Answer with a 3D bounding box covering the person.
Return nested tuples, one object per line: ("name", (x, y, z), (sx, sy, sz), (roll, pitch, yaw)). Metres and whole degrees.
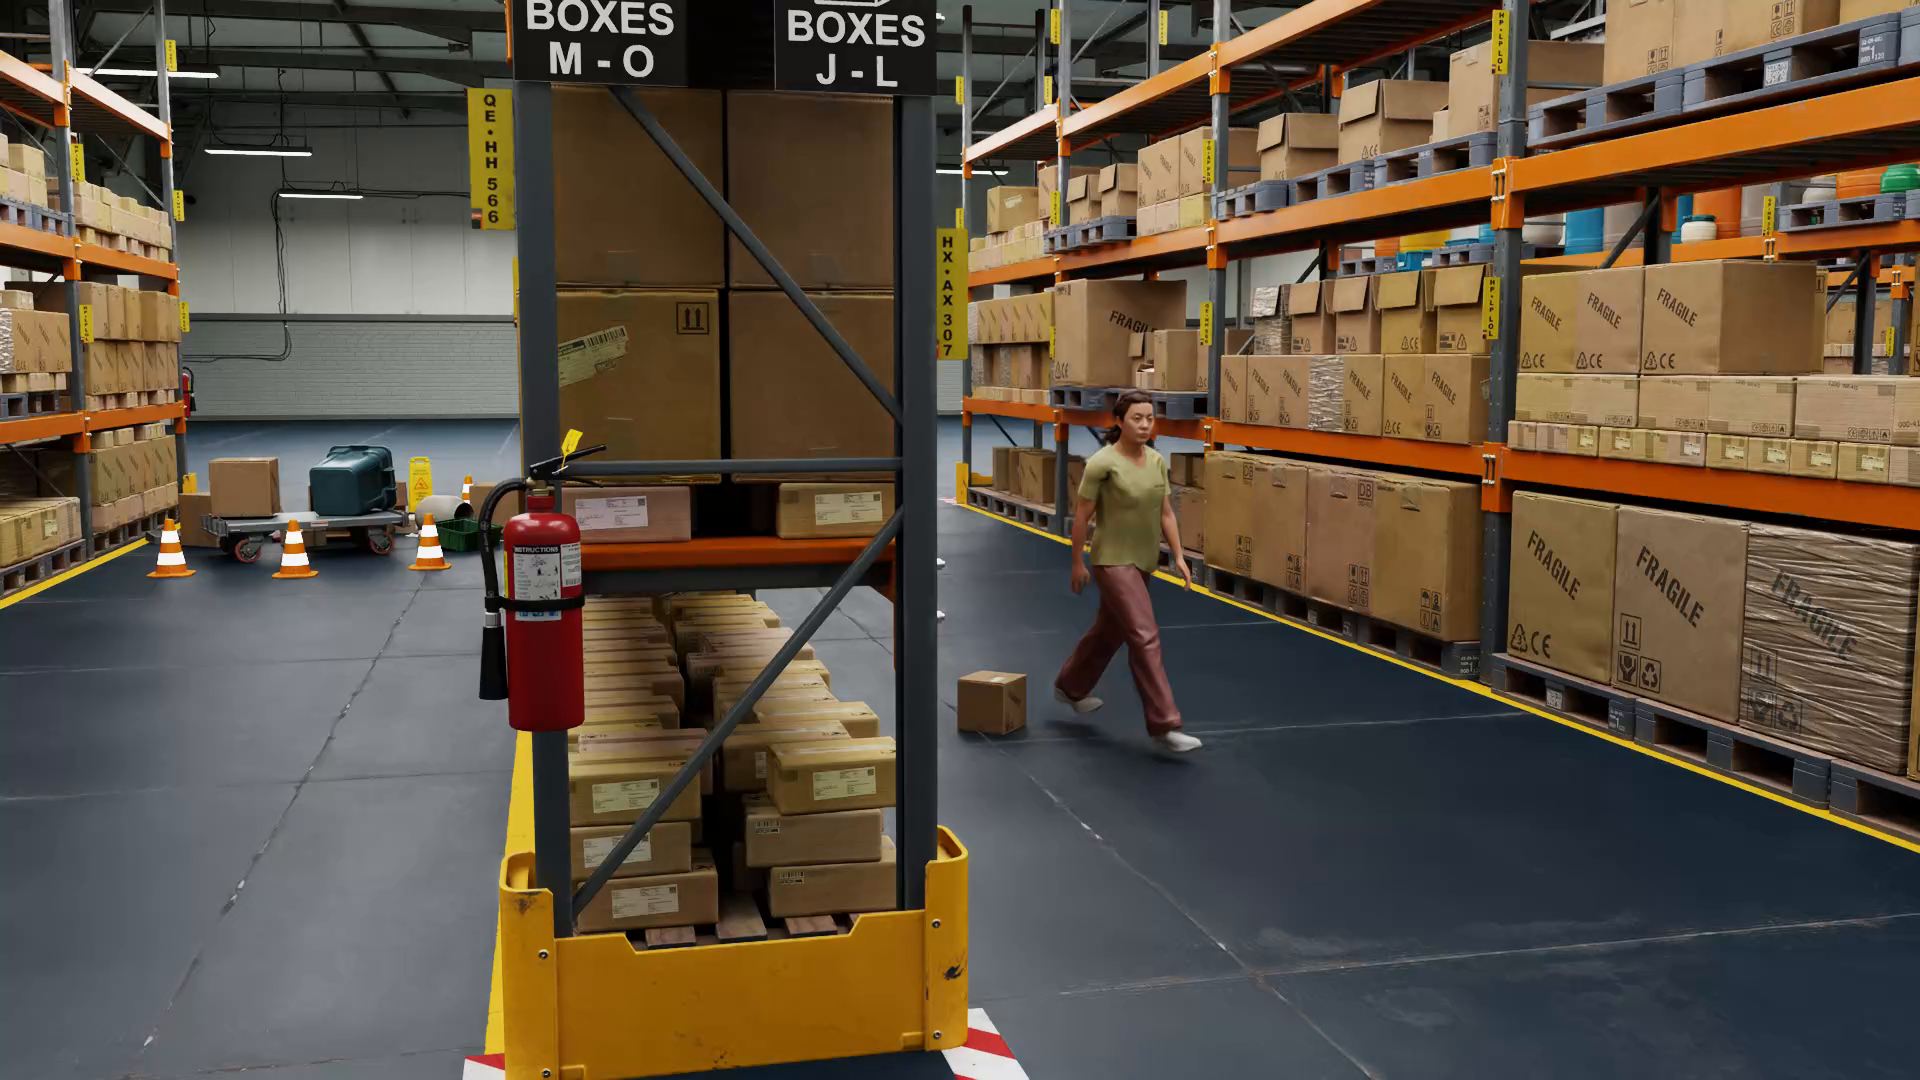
("person", (0.771, 0.108, 7.660), (0.458, 1.609, 1.106), (-5, 8, -40))
